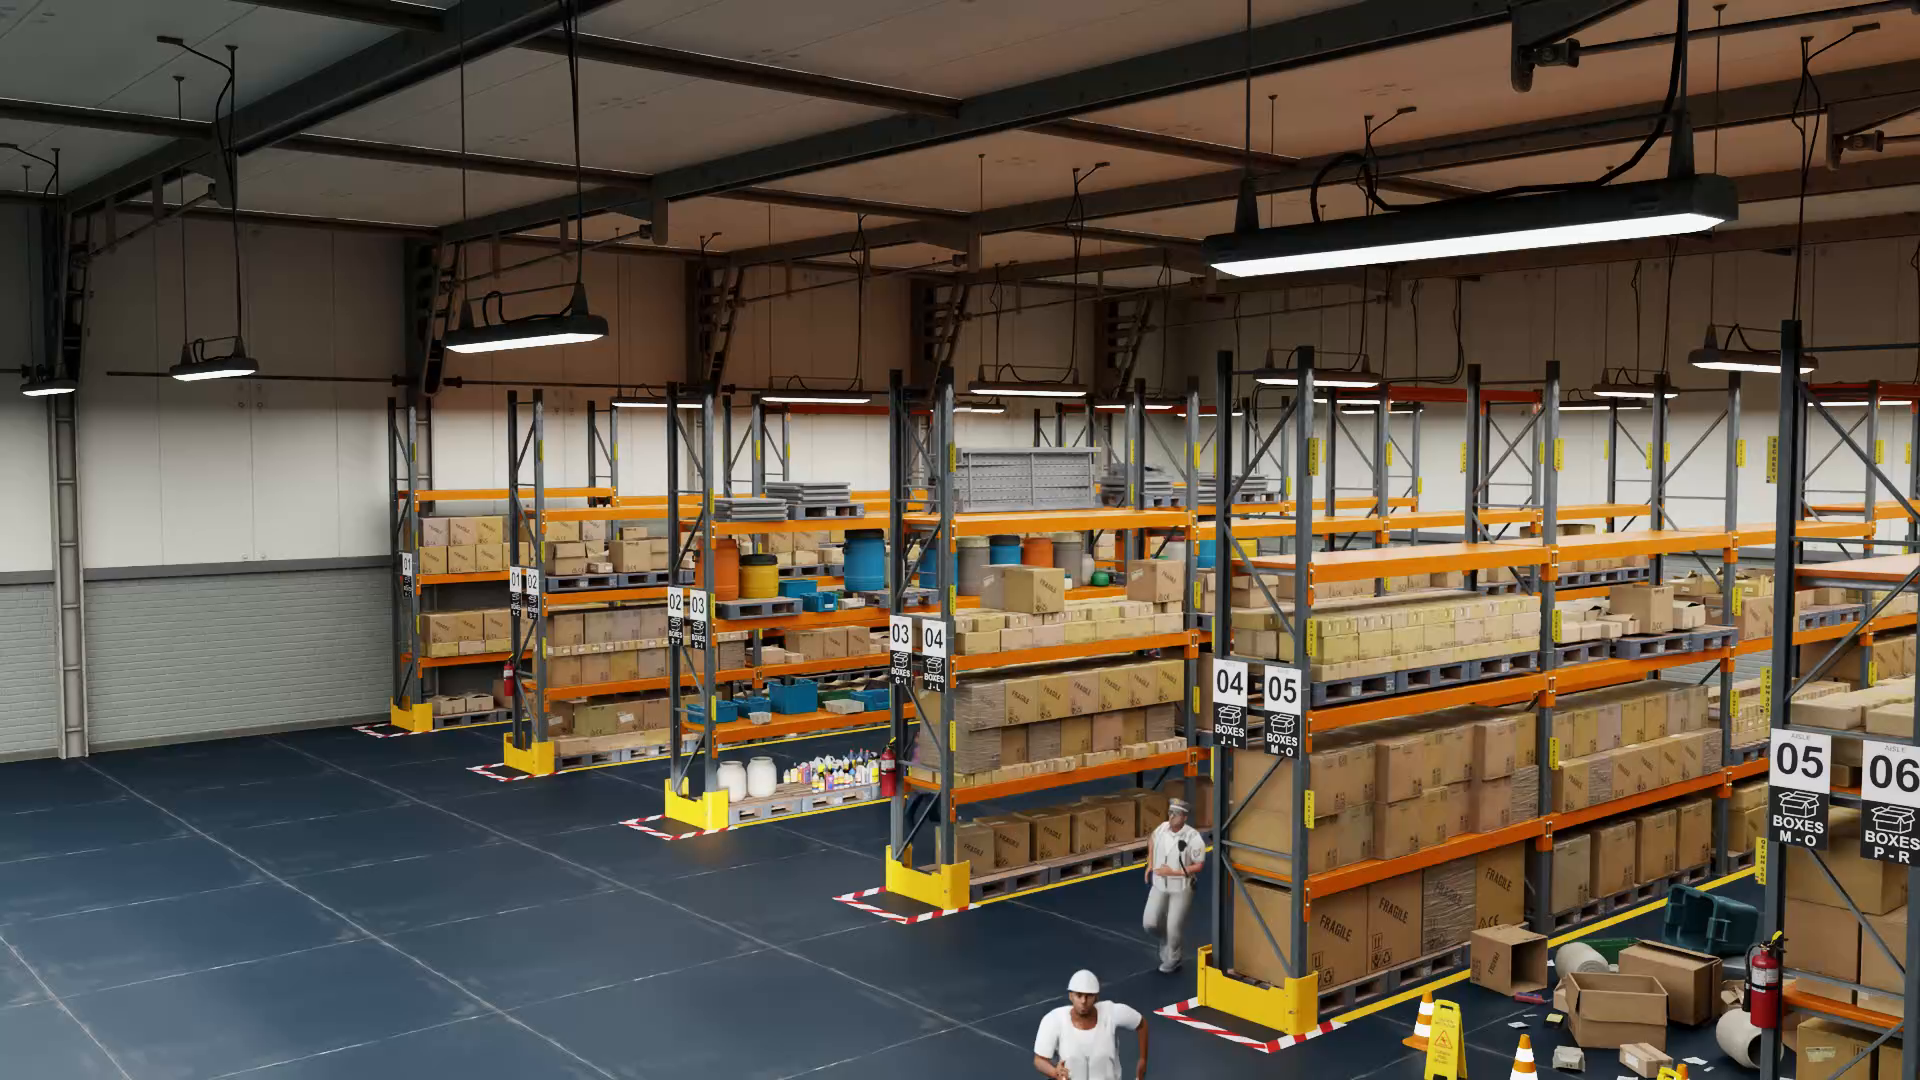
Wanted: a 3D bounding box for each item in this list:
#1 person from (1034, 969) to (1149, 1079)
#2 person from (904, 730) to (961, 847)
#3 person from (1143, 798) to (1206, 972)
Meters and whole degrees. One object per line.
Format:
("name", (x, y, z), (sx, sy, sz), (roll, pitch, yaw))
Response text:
("person", (0.854, 3.642, 10.873), (0.737, 1.723, 0.784), (0, 3, 9))
("person", (-0.414, 3.169, 20.968), (0.995, 1.585, 0.511), (-3, 4, -40))
("person", (2.065, 3.353, 16.173), (0.659, 1.730, 0.580), (2, 4, 28))
